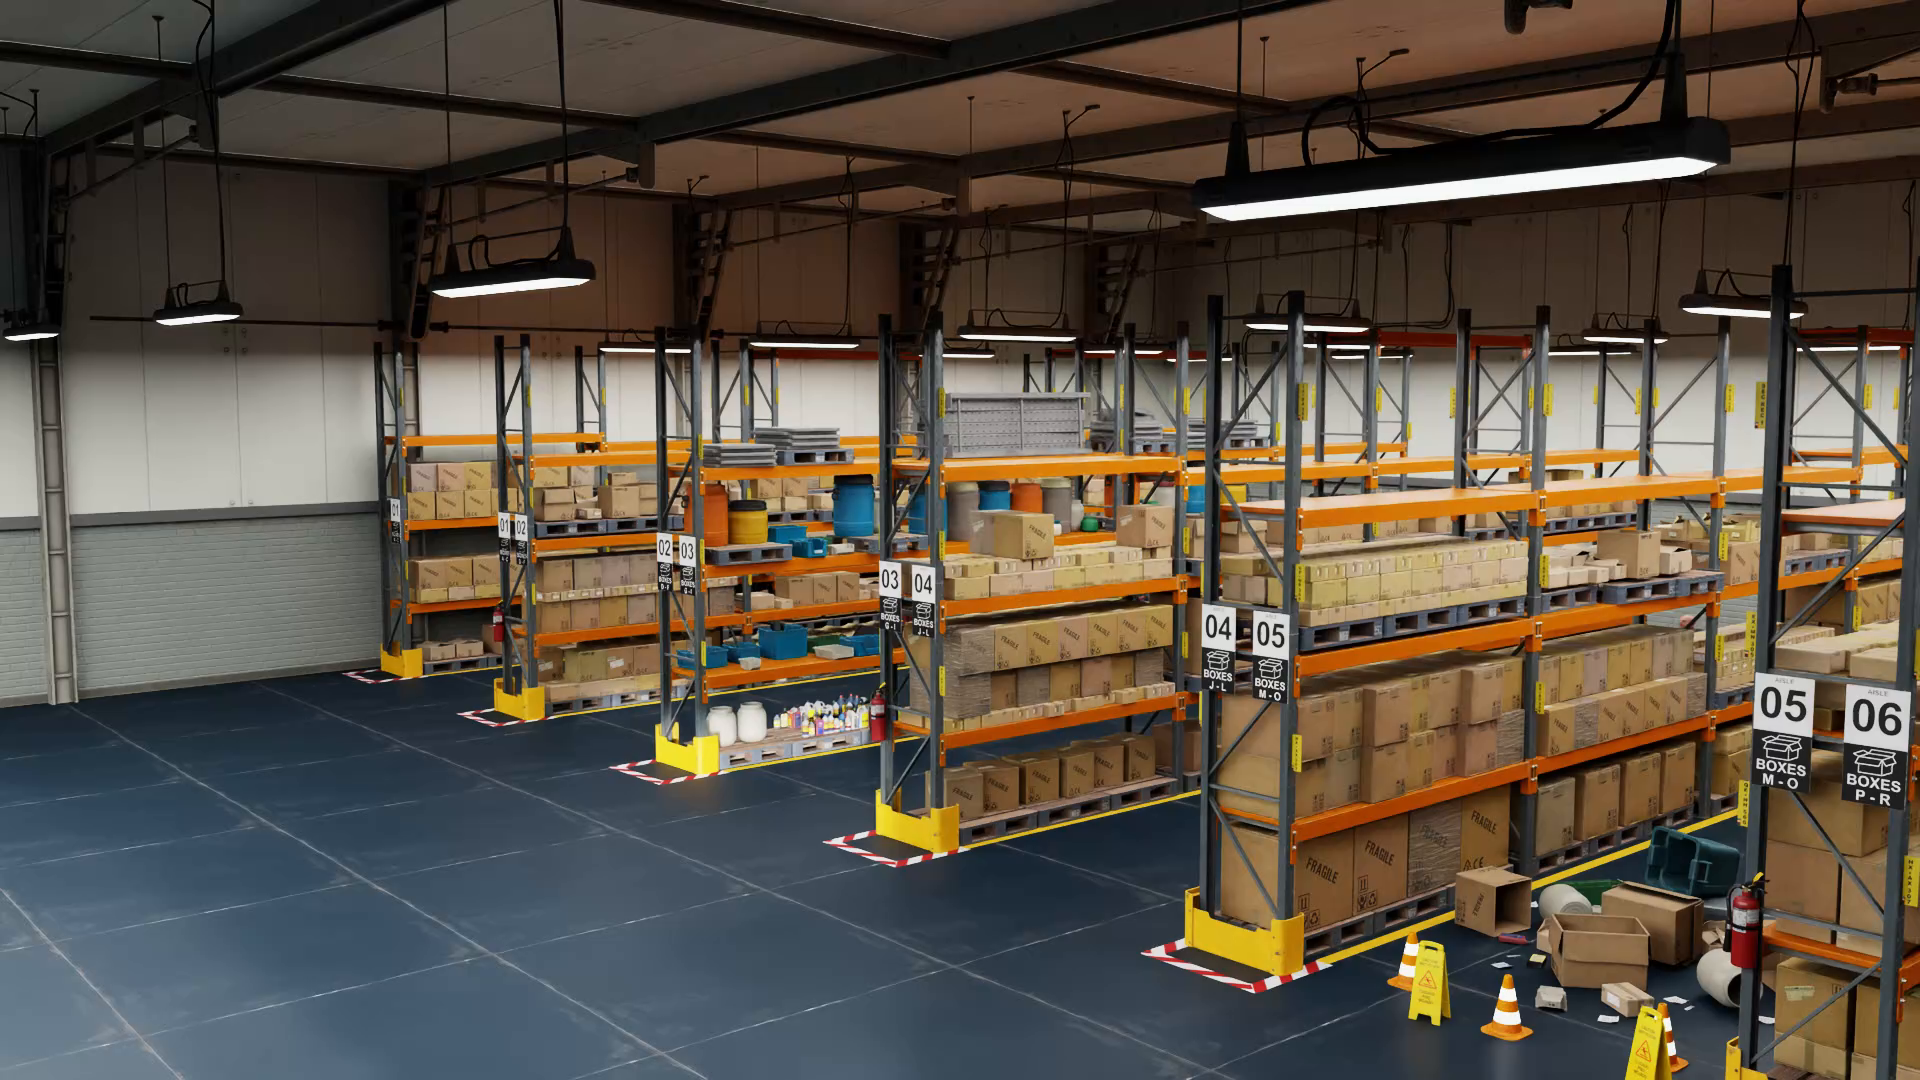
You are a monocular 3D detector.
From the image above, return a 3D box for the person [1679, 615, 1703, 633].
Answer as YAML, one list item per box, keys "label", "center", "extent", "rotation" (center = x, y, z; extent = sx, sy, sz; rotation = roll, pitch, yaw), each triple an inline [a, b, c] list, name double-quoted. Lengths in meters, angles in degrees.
- label: "person"
  center: [11.546, 1.974, 26.140]
  extent: [0.712, 1.631, 0.703]
  rotation: [-3, 6, -32]
